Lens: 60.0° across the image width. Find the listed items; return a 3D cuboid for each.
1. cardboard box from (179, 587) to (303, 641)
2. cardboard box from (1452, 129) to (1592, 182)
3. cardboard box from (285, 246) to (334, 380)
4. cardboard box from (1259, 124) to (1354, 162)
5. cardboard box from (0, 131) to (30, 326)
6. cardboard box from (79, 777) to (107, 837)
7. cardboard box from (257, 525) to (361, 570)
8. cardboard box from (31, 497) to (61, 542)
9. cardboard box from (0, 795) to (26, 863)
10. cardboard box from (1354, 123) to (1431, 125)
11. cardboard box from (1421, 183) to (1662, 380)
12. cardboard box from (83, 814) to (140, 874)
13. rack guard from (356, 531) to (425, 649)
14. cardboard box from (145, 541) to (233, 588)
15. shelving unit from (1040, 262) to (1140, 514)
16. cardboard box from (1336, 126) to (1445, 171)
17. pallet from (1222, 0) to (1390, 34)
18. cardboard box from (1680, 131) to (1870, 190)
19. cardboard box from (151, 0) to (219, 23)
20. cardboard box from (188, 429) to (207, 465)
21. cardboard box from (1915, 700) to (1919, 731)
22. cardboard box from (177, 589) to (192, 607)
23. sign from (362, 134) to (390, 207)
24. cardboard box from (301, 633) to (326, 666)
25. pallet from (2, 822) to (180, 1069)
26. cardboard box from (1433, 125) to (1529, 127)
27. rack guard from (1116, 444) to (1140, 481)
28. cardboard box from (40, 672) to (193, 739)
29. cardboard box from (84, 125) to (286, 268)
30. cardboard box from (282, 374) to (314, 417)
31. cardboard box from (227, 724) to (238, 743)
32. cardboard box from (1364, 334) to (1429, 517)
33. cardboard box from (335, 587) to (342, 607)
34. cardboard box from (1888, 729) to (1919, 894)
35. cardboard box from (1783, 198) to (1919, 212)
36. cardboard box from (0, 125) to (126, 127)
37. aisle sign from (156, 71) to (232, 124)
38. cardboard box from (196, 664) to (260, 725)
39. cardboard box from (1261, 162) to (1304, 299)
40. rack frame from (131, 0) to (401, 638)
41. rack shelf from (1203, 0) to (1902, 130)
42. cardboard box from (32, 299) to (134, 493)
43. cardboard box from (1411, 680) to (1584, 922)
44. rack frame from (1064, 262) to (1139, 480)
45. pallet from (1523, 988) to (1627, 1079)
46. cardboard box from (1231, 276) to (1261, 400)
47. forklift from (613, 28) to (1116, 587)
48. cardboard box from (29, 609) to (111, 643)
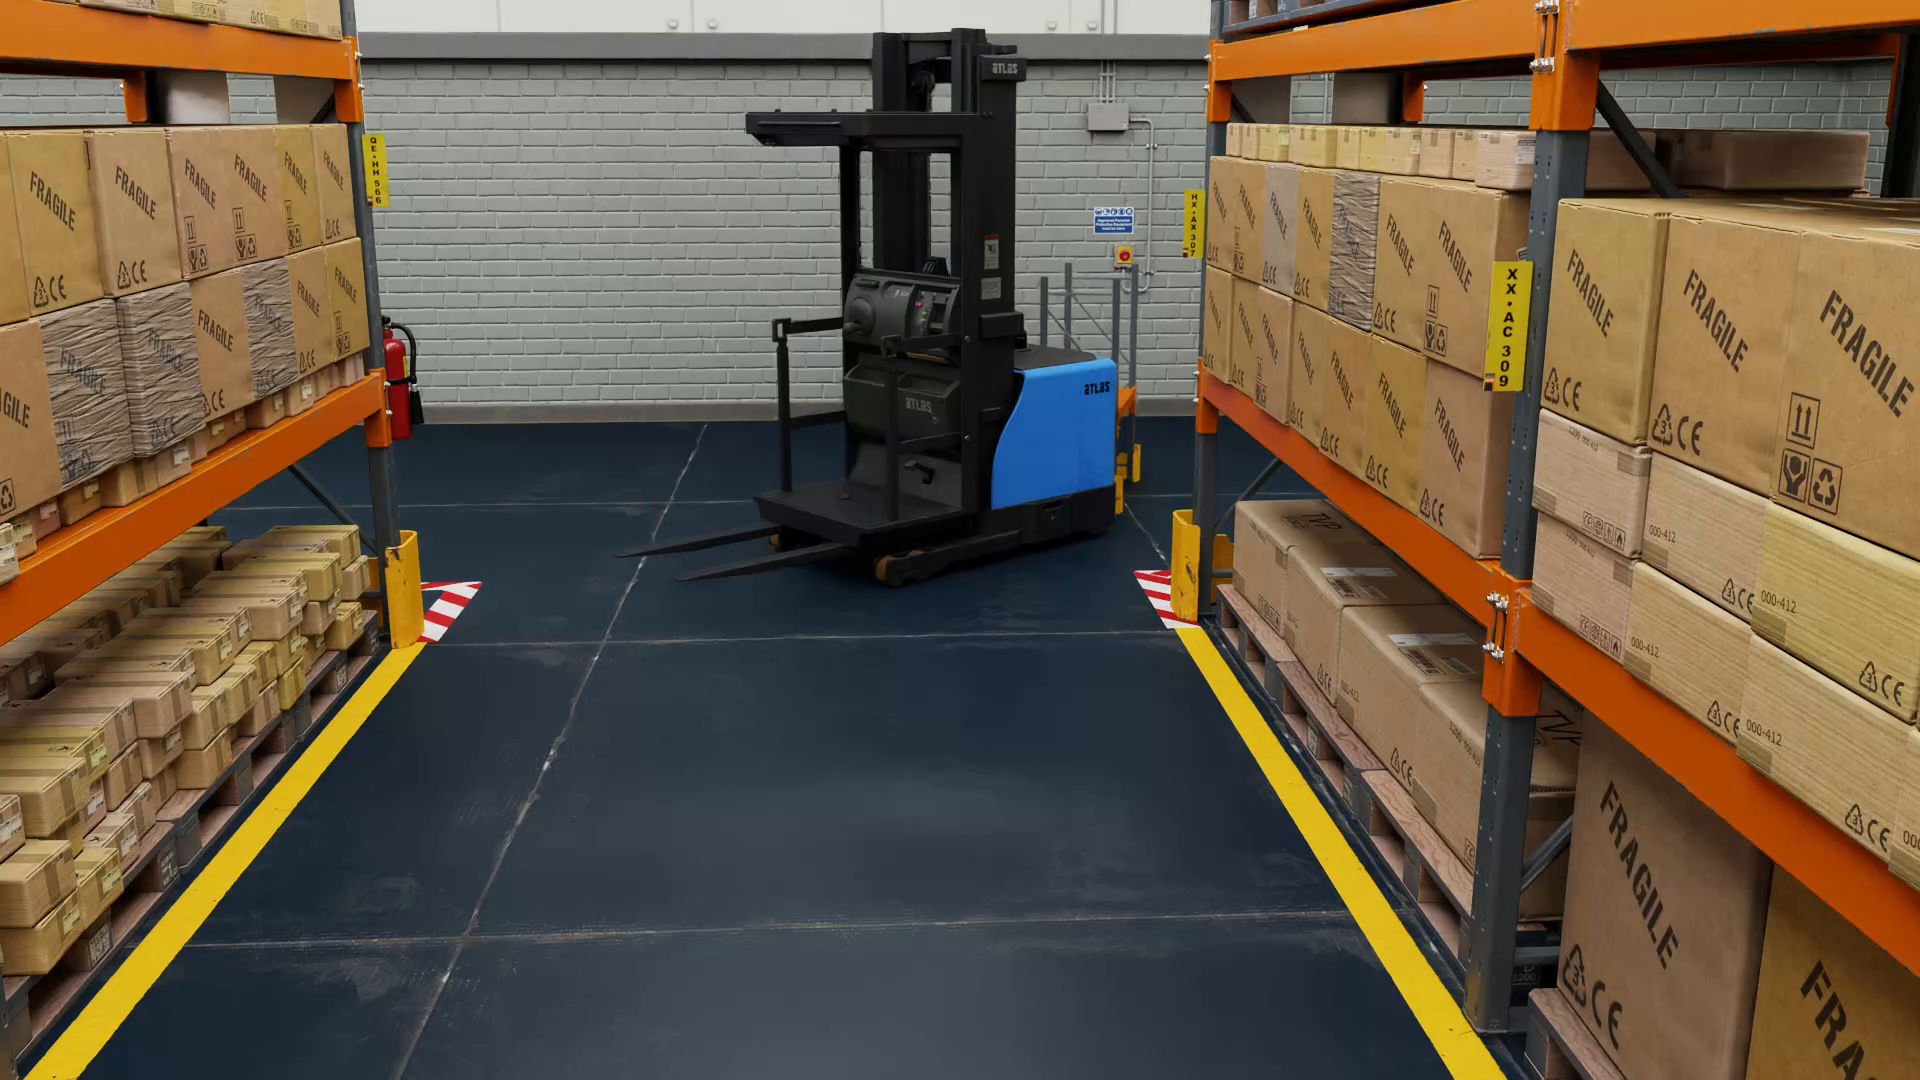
[{"bbox_3d":[-2.832,0.291,6.560,0.380,0.149,0.250,0,14,-1],"label":"cardboard box"},{"bbox_3d":[1.688,-1.138,4.919,0.380,0.149,0.250,-1,14,-3],"label":"cardboard box"},{"bbox_3d":[-2.932,-0.939,6.860,0.500,0.500,0.500,-1,14,-4],"label":"cardboard box"},{"bbox_3d":[1.460,-1.643,6.883,0.380,0.149,0.250,-1,14,-5],"label":"cardboard box"},{"bbox_3d":[-2.781,-0.781,4.237,0.500,0.500,0.500,-1,14,-2],"label":"cardboard box"},{"bbox_3d":[-2.855,0.828,5.068,0.380,0.149,0.250,-1,14,-4],"label":"cardboard box"},{"bbox_3d":[-2.958,0.034,7.559,0.380,0.149,0.250,-1,14,-3],"label":"cardboard box"},{"bbox_3d":[-2.846,-0.071,4.785,0.380,0.149,0.250,-2,15,-6],"label":"cardboard box"},{"bbox_3d":[-2.810,0.812,4.535,0.380,0.149,0.250,0,14,-1],"label":"cardboard box"},{"bbox_3d":[1.952,-1.782,7.425,0.380,0.149,0.250,-1,14,-2],"label":"cardboard box"},{"bbox_3d":[1.634,-0.735,4.658,0.500,0.500,0.500,-1,14,-4],"label":"cardboard box"},{"bbox_3d":[-2.782,0.966,5.129,0.380,0.149,0.250,-1,14,-4],"label":"cardboard box"},{"bbox_3d":[-3.239,0.247,8.065,1.175,0.500,0.348,-1,14,-3],"label":"rack guard"},{"bbox_3d":[-3.413,0.109,7.269,0.380,0.149,0.250,-1,14,-2],"label":"cardboard box"},{"bbox_3d":[0.862,-1.038,11.048,0.587,1.500,1.083,3,15,12],"label":"shelving unit"},{"bbox_3d":[1.555,-1.388,5.892,0.380,0.149,0.250,-1,14,-3],"label":"cardboard box"},{"bbox_3d":[1.747,-2.310,7.142,1.003,0.211,1.213,-1,14,-3],"label":"pallet"},{"bbox_3d":[2.178,-1.019,4.458,0.380,0.149,0.250,-1,14,-4],"label":"cardboard box"},{"bbox_3d":[-2.843,-1.872,5.562,0.500,0.250,0.500,0,14,-1],"label":"cardboard box"},{"bbox_3d":[-2.880,-0.335,5.811,0.380,0.149,0.250,0,14,-1],"label":"cardboard box"},{"bbox_3d":[1.783,0.236,2.389,0.500,0.250,0.500,-1,14,-5],"label":"cardboard box"},{"bbox_3d":[-3.403,0.313,7.071,0.380,0.149,0.250,-1,14,-3],"label":"cardboard box"},{"bbox_3d":[-2.689,-1.700,7.657,0.100,0.325,0.005,-1,14,-3],"label":"sign"},{"bbox_3d":[-2.956,0.451,7.130,0.380,0.149,0.250,-1,14,-4],"label":"cardboard box"},{"bbox_3d":[-3.073,1.196,4.955,1.003,0.211,1.213,-1,14,-3],"label":"pallet"},{"bbox_3d":[2.047,-1.529,6.439,0.380,0.149,0.250,-1,14,-2],"label":"cardboard box"},{"bbox_3d":[0.968,-0.554,11.675,0.587,0.250,0.087,3,15,12],"label":"rack guard"},{"bbox_3d":[-2.806,0.552,5.548,0.380,0.149,0.250,-1,14,-2],"label":"cardboard box"},{"bbox_3d":[-2.894,-1.294,6.233,0.500,0.500,0.500,0,14,-1],"label":"cardboard box"},{"bbox_3d":[-2.894,-0.597,6.830,0.380,0.149,0.250,0,14,-2],"label":"cardboard box"},{"bbox_3d":[-2.911,0.707,6.135,0.380,0.149,0.250,0,14,-2],"label":"cardboard box"},{"bbox_3d":[1.617,-0.377,5.273,0.500,0.500,0.500,-1,14,-5],"label":"cardboard box"},{"bbox_3d":[-2.964,0.243,7.344,0.380,0.149,0.250,-1,14,-5],"label":"cardboard box"},{"bbox_3d":[1.773,0.477,2.452,0.500,0.250,0.500,-1,14,-4],"label":"cardboard box"},{"bbox_3d":[2.217,-0.515,3.801,0.500,0.500,0.500,0,14,-2],"label":"cardboard box"},{"bbox_3d":[-3.433,-1.289,6.211,0.500,0.500,0.500,-1,14,-5],"label":"cardboard box"},{"bbox_3d":[-3.548,-2.255,7.555,0.394,0.787,0.004,-1,14,-3],"label":"aisle sign"},{"bbox_3d":[-2.805,0.567,6.084,0.380,0.149,0.250,-1,14,-3],"label":"cardboard box"},{"bbox_3d":[1.515,-1.237,6.607,0.500,0.500,0.500,-1,14,-4],"label":"cardboard box"},{"bbox_3d":[-3.244,-0.983,7.827,1.000,3.000,0.127,-1,14,-3],"label":"rack frame"},{"bbox_3d":[1.815,-1.691,6.004,1.077,0.370,4.000,-1,14,-3],"label":"rack shelf"},{"bbox_3d":[-2.813,-0.431,4.883,0.500,0.500,0.500,-1,14,-3],"label":"cardboard box"},{"bbox_3d":[2.007,0.790,5.235,0.875,0.438,0.875,-1,14,-4],"label":"cardboard box"},{"bbox_3d":[0.967,-1.160,11.521,0.500,1.500,0.032,3,15,12],"label":"rack frame"},{"bbox_3d":[2.061,1.452,3.961,1.003,0.211,1.213,-1,14,-3],"label":"pallet"},{"bbox_3d":[1.493,-0.884,7.241,0.500,0.500,0.500,-1,14,-4],"label":"cardboard box"},{"bbox_3d":[-0.490,-1.312,9.245,3.031,2.935,1.130,-12,19,-40],"label":"forklift"},{"bbox_3d":[-3.449,0.369,6.258,0.380,0.149,0.250,-1,14,-3],"label":"cardboard box"}]
